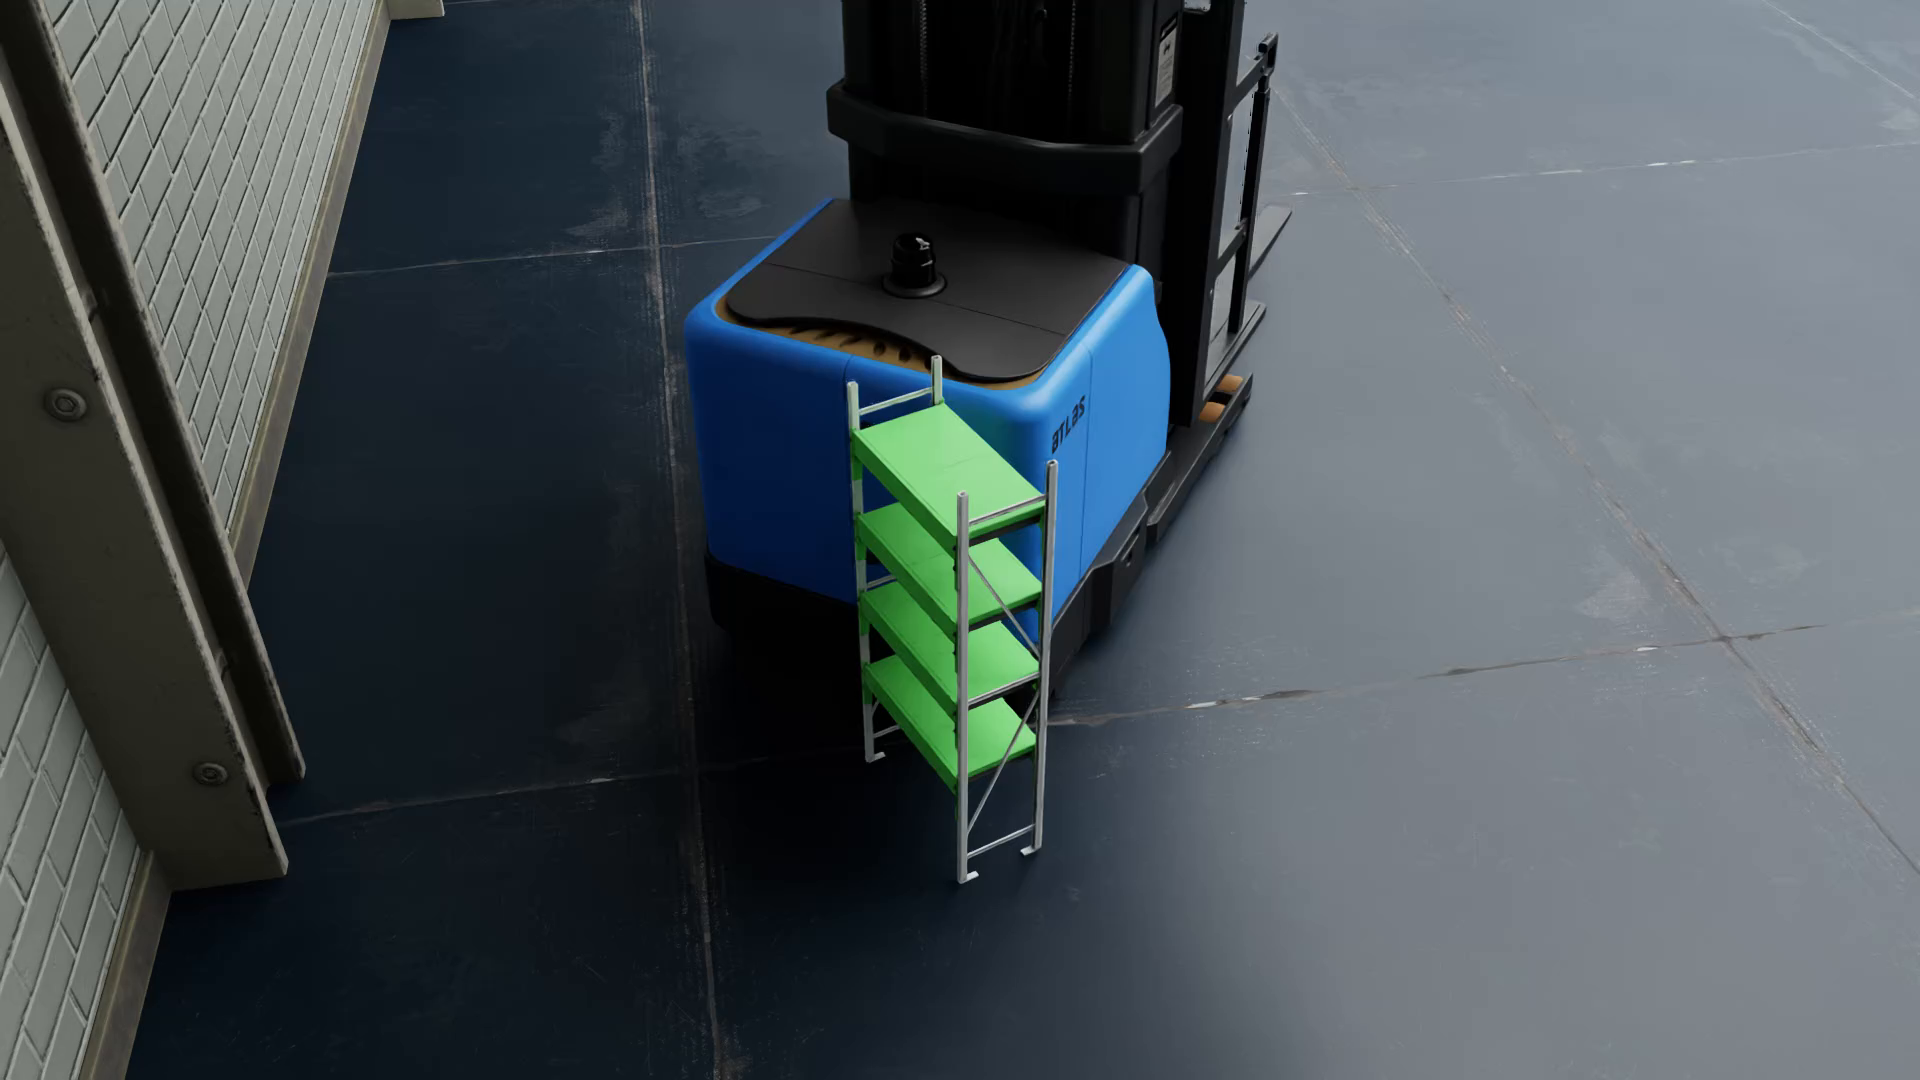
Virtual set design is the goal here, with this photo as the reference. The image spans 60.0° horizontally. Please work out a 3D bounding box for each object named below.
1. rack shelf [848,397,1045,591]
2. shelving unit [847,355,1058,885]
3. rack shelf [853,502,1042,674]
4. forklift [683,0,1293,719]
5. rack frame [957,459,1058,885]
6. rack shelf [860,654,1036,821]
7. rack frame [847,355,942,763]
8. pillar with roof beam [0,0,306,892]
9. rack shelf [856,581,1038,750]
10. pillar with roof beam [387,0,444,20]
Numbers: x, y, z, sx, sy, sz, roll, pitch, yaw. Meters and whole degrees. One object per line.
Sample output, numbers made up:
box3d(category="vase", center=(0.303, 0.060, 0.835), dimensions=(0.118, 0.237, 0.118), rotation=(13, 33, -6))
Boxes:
box3d(category="rack shelf", center=(-0.024, -0.113, 3.740), dimensions=(0.258, 0.148, 0.480), rotation=(-20, 42, -24))
box3d(category="shelving unit", center=(-0.024, 0.215, 3.995), dimensions=(0.258, 1.200, 0.503), rotation=(-20, 42, -24))
box3d(category="rack shelf", center=(-0.024, 0.076, 3.887), dimensions=(0.258, 0.148, 0.480), rotation=(-20, 42, -24))
box3d(category="forklift", center=(0.363, -1.566, 4.876), dimensions=(1.130, 2.935, 3.031), rotation=(16, 41, 20))
box3d(category="rack frame", center=(0.100, 0.344, 3.829), dimensions=(0.240, 1.200, 0.015), rotation=(-20, 42, -24))
box3d(category="rack shelf", center=(-0.024, 0.455, 4.181), dimensions=(0.258, 0.148, 0.480), rotation=(-20, 42, -24))
box3d(category="rack frame", center=(-0.149, 0.087, 4.161), dimensions=(0.240, 1.200, 0.015), rotation=(-20, 42, -24))
box3d(category="pillar with roof beam", center=(2.362, -3.277, 2.133), dimensions=(9.100, 9.000, 0.400), rotation=(-6, 38, -8))
box3d(category="rack shelf", center=(-0.024, 0.266, 4.034), dimensions=(0.258, 0.148, 0.480), rotation=(-20, 42, -24))
box3d(category="pillar with roof beam", center=(1.310, -6.901, 6.798), dimensions=(9.100, 9.000, 0.400), rotation=(-6, 38, -8))
